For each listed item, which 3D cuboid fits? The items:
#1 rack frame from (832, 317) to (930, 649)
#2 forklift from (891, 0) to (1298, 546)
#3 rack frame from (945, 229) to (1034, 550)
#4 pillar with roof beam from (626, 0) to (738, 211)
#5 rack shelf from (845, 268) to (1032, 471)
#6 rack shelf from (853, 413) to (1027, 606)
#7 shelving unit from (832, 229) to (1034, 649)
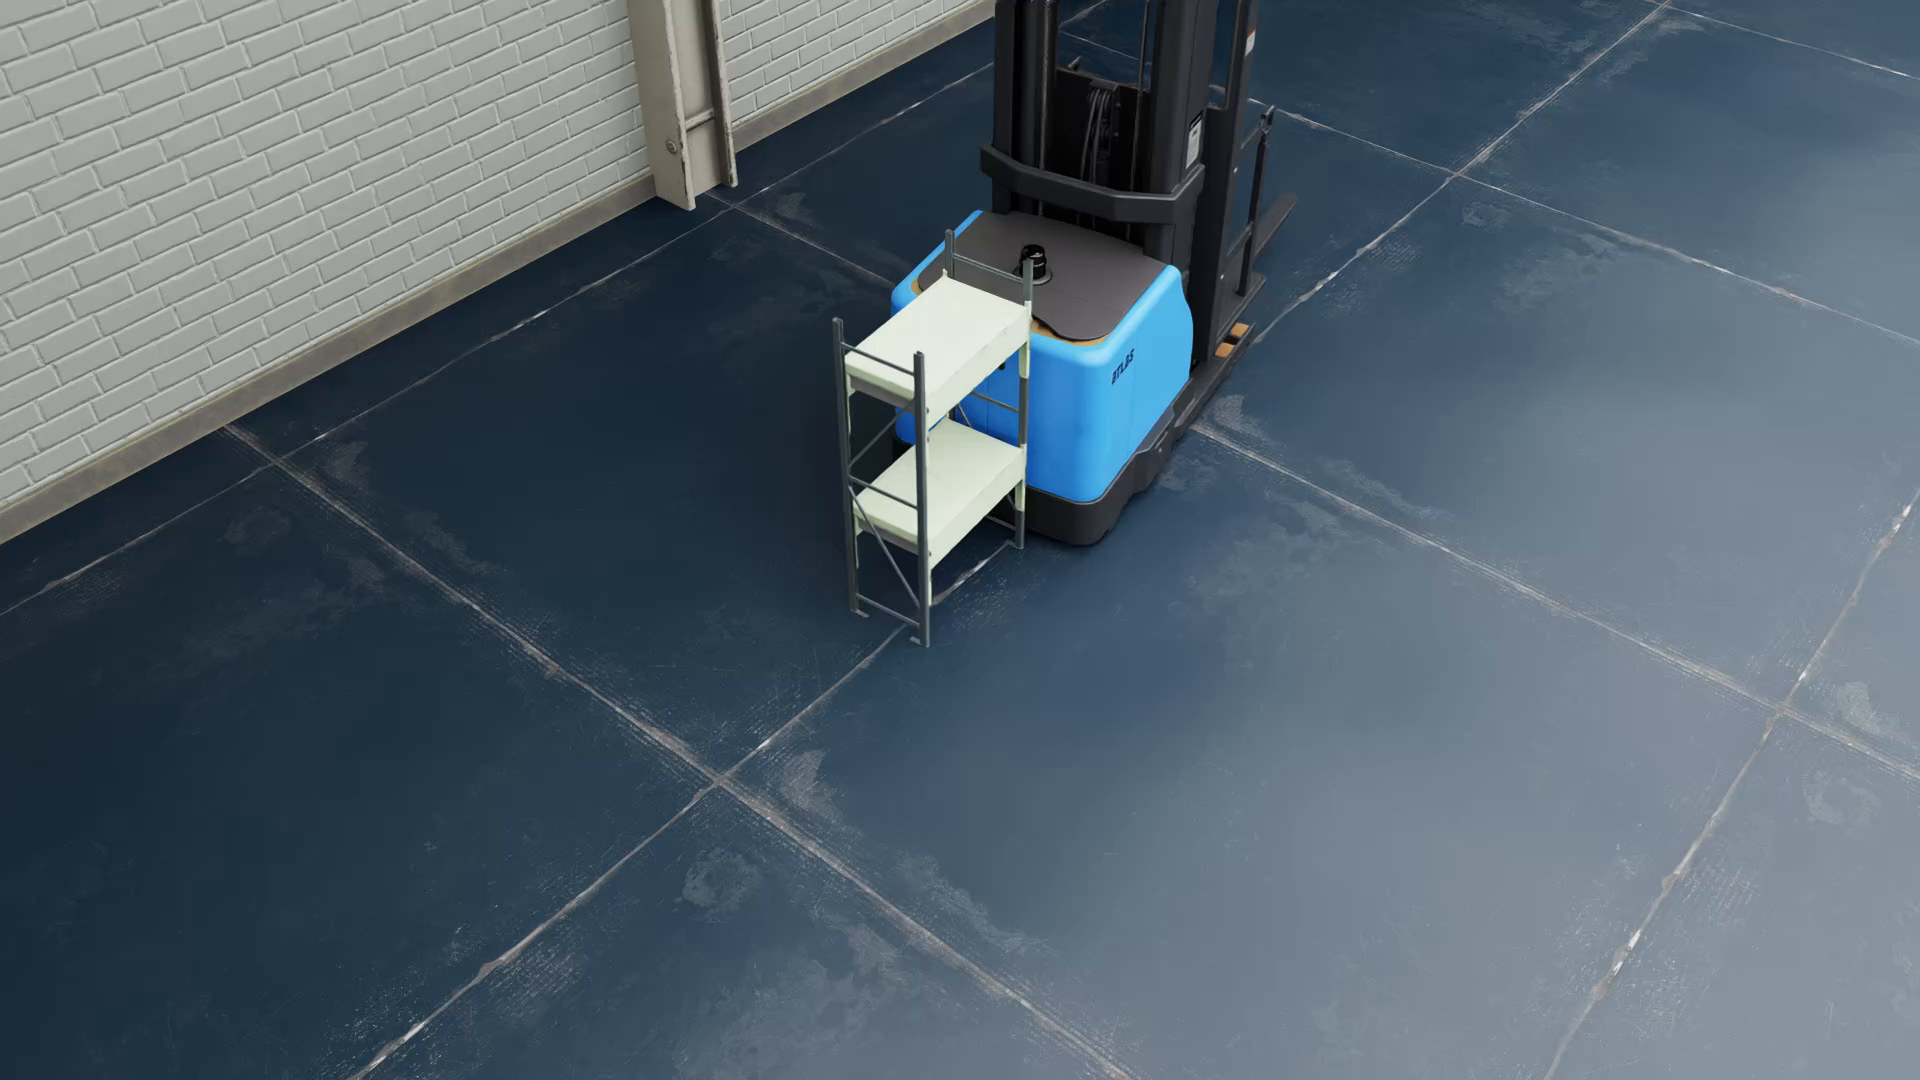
[{"bbox_3d":[-0.298,-0.181,6.517,0.400,1.500,0.023,24,48,24],"label":"rack frame"},{"bbox_3d":[0.844,-2.043,7.500,1.130,2.935,3.031,20,46,21],"label":"forklift"},{"bbox_3d":[0.112,-0.589,6.965,0.400,1.500,0.023,24,48,24],"label":"rack frame"},{"bbox_3d":[1.757,-3.513,4.607,9.100,9.000,0.400,29,50,28],"label":"pillar with roof beam"},{"bbox_3d":[-0.093,-0.674,6.478,0.431,0.370,0.720,24,48,24],"label":"rack shelf"},{"bbox_3d":[-0.093,-0.144,6.960,0.431,0.370,0.720,24,48,24],"label":"rack shelf"},{"bbox_3d":[-0.093,-0.385,6.741,0.431,1.500,0.755,24,48,24],"label":"shelving unit"}]
